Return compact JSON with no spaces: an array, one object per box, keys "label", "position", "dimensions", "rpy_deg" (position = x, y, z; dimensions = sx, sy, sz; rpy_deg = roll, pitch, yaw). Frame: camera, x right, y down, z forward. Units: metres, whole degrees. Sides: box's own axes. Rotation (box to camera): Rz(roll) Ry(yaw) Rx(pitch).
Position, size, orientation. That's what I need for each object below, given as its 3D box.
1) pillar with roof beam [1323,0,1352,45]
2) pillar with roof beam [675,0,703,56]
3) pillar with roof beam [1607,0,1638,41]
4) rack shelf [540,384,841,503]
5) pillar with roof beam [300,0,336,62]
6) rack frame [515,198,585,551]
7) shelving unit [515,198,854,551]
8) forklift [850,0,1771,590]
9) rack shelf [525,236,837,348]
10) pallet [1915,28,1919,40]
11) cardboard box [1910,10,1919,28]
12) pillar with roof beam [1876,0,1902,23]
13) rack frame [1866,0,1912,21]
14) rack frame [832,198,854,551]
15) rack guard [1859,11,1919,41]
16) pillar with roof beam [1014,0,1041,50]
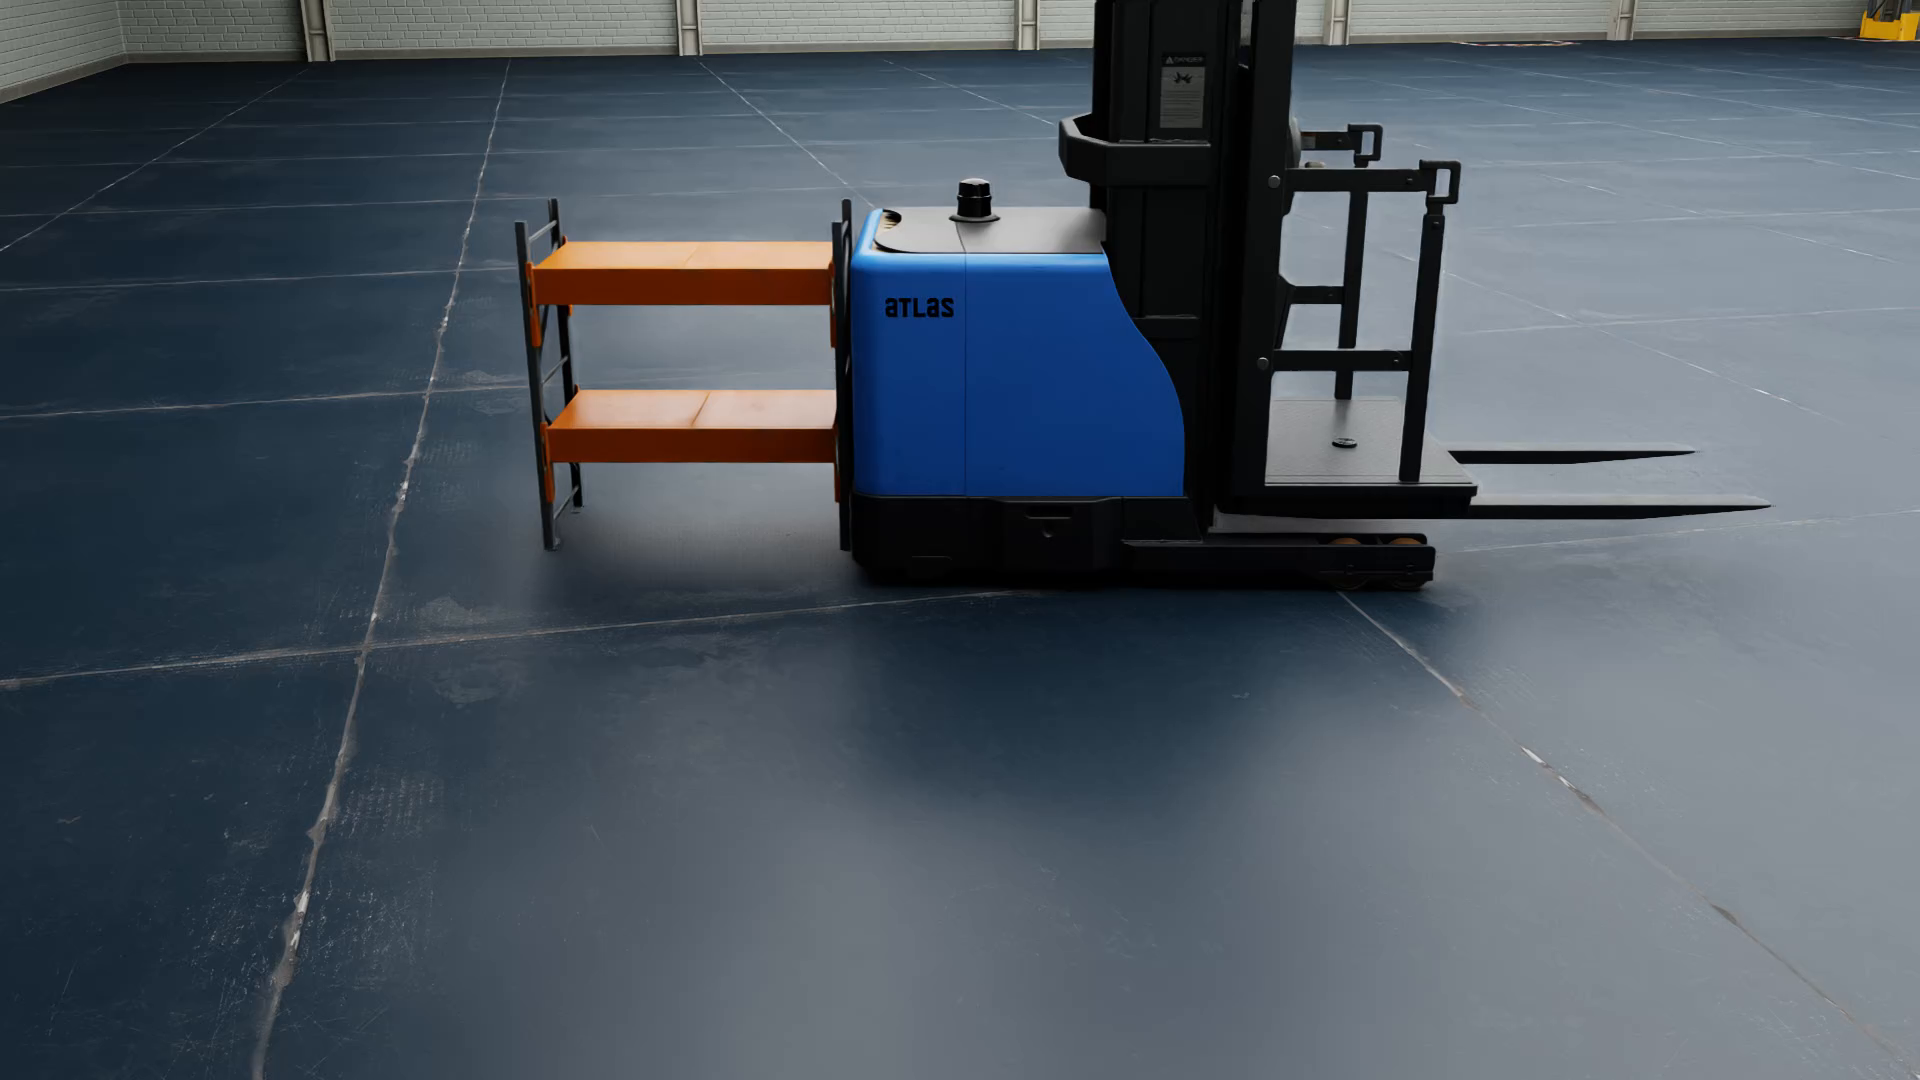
[{"label":"pillar with roof beam","position":[8.031,-12.080,25.709],"dimensions":[0.400,9.000,9.100],"rpy_deg":[-5,21,-12]},{"label":"pillar with roof beam","position":[-3.647,-11.130,23.116],"dimensions":[0.400,9.000,9.100],"rpy_deg":[-5,21,-12]},{"label":"pillar with roof beam","position":[13.870,-12.555,27.006],"dimensions":[0.400,9.000,9.100],"rpy_deg":[-5,21,-12]},{"label":"rack shelf","position":[-0.903,-0.346,5.835],"dimensions":[1.000,0.278,0.538],"rpy_deg":[0,20,0]},{"label":"pillar with roof beam","position":[-9.486,-10.655,21.820],"dimensions":[0.400,9.000,9.100],"rpy_deg":[-5,21,-12]},{"label":"rack frame","position":[-1.411,-0.576,5.752],"dimensions":[0.032,1.125,0.500],"rpy_deg":[0,20,0]},{"label":"shelving unit","position":[-0.903,-0.576,5.751],"dimensions":[1.048,1.125,0.538],"rpy_deg":[0,20,0]},{"label":"forklift","position":[1.163,-1.398,5.369],"dimensions":[3.031,2.935,1.130],"rpy_deg":[0,20,0]},{"label":"rack shelf","position":[-0.903,-0.851,5.650],"dimensions":[1.000,0.278,0.538],"rpy_deg":[0,20,0]},{"label":"pallet","position":[19.109,-10.058,32.965],"dimensions":[1.213,0.211,1.003],"rpy_deg":[-5,21,-12]},{"label":"cardboard box","position":[18.930,-10.278,32.780],"dimensions":[0.500,0.311,0.500],"rpy_deg":[-7,21,-19]},{"label":"pillar with roof beam","position":[19.709,-13.030,28.302],"dimensions":[0.400,9.000,9.100],"rpy_deg":[-5,21,-12]},{"label":"rack frame","position":[18.236,-11.309,32.326],"dimensions":[0.127,3.000,1.000],"rpy_deg":[-5,21,-12]},{"label":"rack frame","position":[-0.394,-0.575,5.749],"dimensions":[0.032,1.125,0.500],"rpy_deg":[0,20,0]},{"label":"rack guard","position":[18.310,-10.141,32.772],"dimensions":[0.348,0.500,1.175],"rpy_deg":[-5,21,-12]},{"label":"pillar with roof beam","position":[2.192,-11.605,24.413],"dimensions":[0.400,9.000,9.100],"rpy_deg":[-5,21,-12]}]
